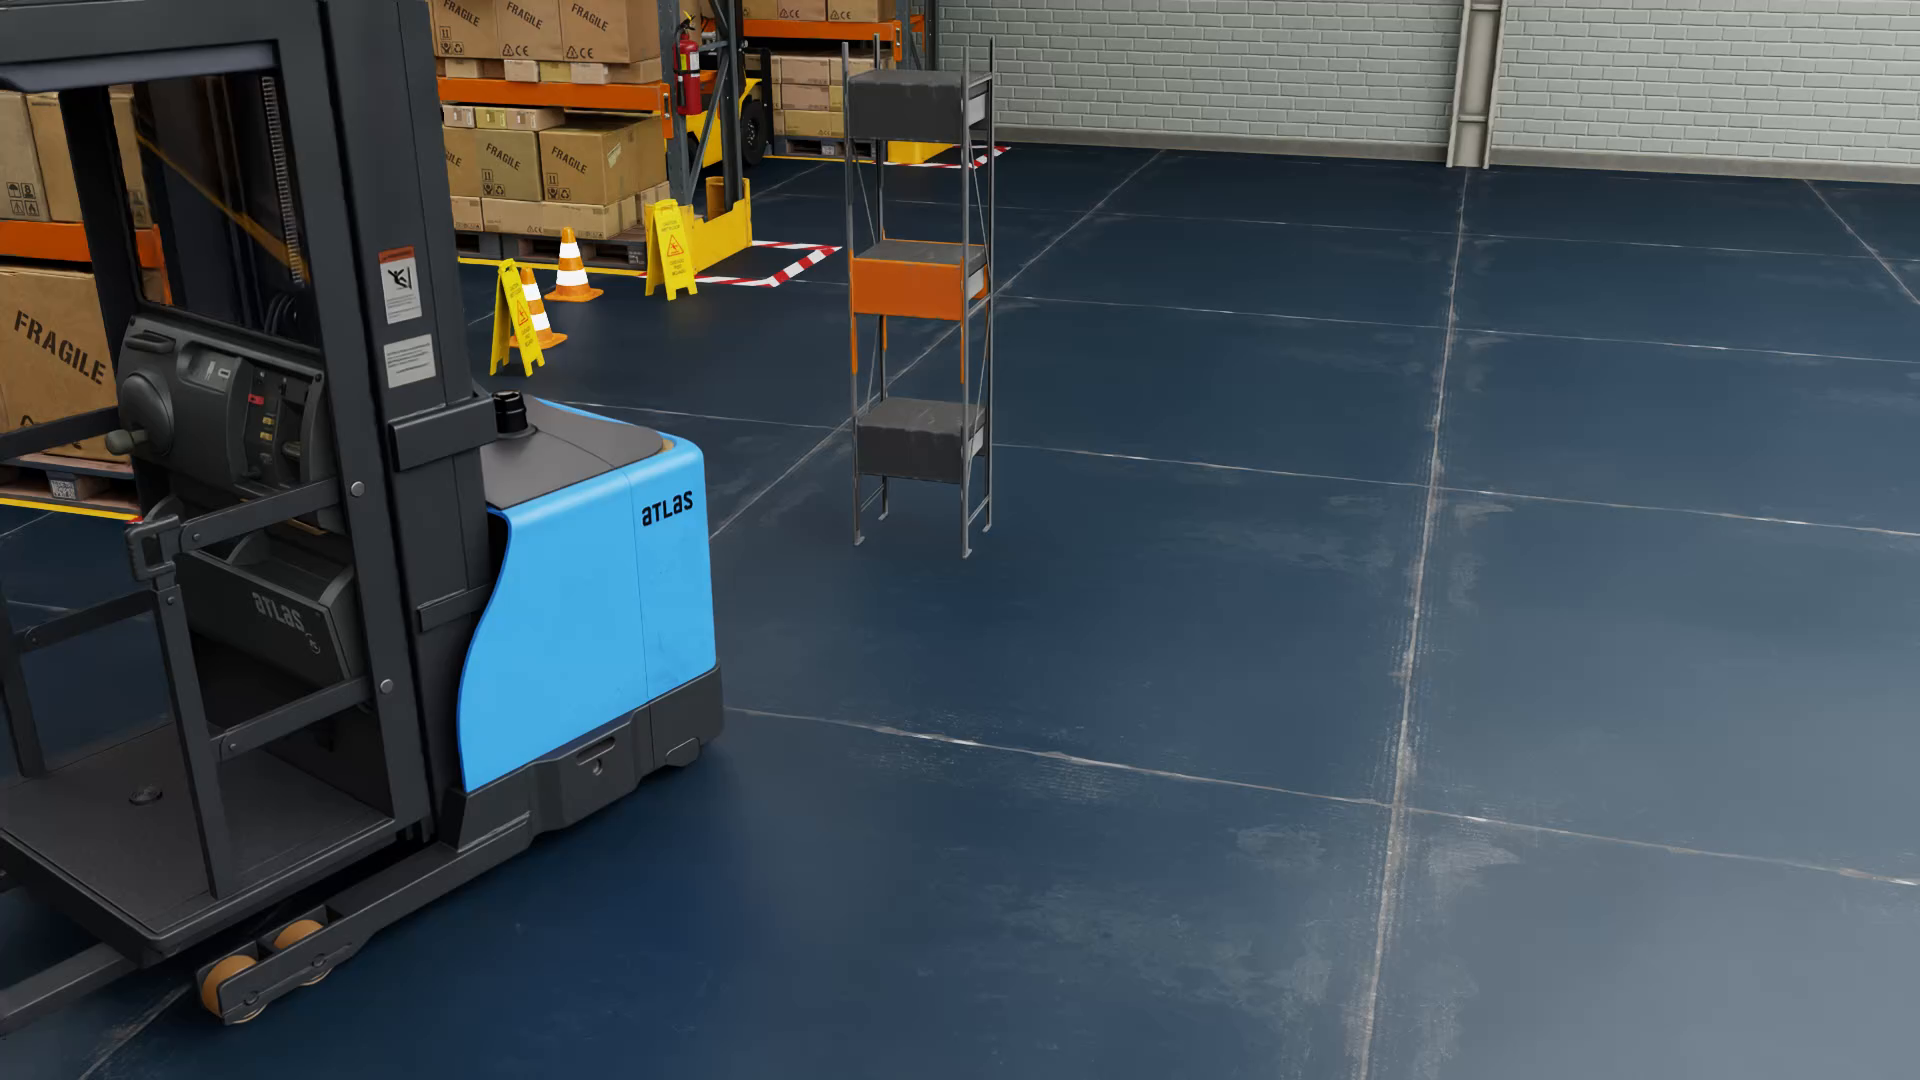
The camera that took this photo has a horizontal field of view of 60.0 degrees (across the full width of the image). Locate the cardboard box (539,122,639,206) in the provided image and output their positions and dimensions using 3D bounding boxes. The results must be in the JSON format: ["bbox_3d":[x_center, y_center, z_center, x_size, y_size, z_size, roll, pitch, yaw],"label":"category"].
[{"bbox_3d":[-2.687,-2.736,12.069,0.500,0.500,0.500,7,23,16],"label":"cardboard box"}]

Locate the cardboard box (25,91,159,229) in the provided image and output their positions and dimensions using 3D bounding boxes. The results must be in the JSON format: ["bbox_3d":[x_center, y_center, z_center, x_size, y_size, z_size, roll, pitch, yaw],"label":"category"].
[{"bbox_3d":[-3.546,-1.758,7.406,0.550,0.550,0.875,7,23,16],"label":"cardboard box"}]

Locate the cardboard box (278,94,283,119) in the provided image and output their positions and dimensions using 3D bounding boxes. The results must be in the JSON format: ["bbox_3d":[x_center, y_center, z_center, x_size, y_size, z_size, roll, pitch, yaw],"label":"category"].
[{"bbox_3d":[-5.085,-3.283,12.549,0.250,0.149,0.380,7,23,16],"label":"cardboard box"}]

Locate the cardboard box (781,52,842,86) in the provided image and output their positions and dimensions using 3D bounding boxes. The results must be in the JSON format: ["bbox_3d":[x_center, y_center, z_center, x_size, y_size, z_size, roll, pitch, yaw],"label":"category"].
[{"bbox_3d":[-1.436,-4.654,16.414,0.500,0.250,0.500,7,23,16],"label":"cardboard box"}]

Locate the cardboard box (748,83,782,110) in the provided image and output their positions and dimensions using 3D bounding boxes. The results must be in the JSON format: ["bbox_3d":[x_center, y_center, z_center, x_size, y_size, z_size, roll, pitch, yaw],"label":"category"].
[{"bbox_3d":[-1.948,-4.479,16.647,0.500,0.250,0.500,6,23,14],"label":"cardboard box"}]

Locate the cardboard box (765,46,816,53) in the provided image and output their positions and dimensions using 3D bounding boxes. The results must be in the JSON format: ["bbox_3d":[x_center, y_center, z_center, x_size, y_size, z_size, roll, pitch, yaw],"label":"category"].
[{"bbox_3d":[-1.775,-4.896,17.006,0.500,0.250,0.500,6,23,15],"label":"cardboard box"}]

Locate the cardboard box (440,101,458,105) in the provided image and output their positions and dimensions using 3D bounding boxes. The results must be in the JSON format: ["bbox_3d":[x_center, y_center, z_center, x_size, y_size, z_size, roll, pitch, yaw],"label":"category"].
[{"bbox_3d":[-5.487,-4.953,17.968,0.625,0.625,0.875,6,23,15],"label":"cardboard box"}]

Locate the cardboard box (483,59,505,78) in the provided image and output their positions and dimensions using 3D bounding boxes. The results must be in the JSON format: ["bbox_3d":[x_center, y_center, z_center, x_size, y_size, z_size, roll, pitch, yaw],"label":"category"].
[{"bbox_3d":[-3.238,-3.441,12.037,0.250,0.149,0.380,7,23,16],"label":"cardboard box"}]

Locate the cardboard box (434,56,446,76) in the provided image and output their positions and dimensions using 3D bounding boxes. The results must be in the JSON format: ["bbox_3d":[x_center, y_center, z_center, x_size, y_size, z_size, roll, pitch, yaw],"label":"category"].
[{"bbox_3d":[-3.722,-3.496,12.170,0.250,0.149,0.380,7,23,16],"label":"cardboard box"}]

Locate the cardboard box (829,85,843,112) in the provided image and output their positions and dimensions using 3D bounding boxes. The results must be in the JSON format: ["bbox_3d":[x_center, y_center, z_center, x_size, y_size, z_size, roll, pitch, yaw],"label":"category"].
[{"bbox_3d":[-0.971,-4.371,16.385,0.500,0.250,0.500,6,23,15],"label":"cardboard box"}]

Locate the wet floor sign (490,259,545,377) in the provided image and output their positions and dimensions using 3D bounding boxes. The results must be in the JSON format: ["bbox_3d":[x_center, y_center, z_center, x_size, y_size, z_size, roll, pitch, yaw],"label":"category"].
[{"bbox_3d":[-2.578,-1.291,9.568,0.232,0.644,0.267,3,22,6],"label":"wet floor sign"}]

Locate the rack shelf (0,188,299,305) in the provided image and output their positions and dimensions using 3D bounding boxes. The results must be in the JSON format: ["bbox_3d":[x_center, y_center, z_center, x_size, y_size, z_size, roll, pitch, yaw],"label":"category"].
[{"bbox_3d":[-5.092,-1.551,8.046,4.000,0.370,1.077,7,23,16],"label":"rack shelf"}]

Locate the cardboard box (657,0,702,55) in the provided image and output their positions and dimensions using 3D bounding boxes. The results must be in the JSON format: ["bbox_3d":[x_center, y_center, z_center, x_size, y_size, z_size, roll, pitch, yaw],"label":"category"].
[{"bbox_3d":[-2.218,-3.810,12.083,0.500,0.500,0.500,6,23,15],"label":"cardboard box"}]

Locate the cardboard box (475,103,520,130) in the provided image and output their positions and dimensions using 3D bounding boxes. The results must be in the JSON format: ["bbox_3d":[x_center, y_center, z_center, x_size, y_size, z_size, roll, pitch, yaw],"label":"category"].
[{"bbox_3d":[-3.298,-3.081,12.055,0.250,0.149,0.380,7,23,16],"label":"cardboard box"}]

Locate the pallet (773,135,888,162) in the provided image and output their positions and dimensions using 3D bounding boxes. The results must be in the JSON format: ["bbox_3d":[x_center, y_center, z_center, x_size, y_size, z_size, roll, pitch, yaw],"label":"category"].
[{"bbox_3d":[-1.159,-4.056,16.881,1.213,0.211,1.003,7,23,16],"label":"pallet"}]

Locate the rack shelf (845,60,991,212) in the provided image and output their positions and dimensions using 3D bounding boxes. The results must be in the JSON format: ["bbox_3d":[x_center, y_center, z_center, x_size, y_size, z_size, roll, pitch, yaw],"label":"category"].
[{"bbox_3d":[-0.158,-1.625,6.655,0.480,0.518,0.431,7,23,16],"label":"rack shelf"}]

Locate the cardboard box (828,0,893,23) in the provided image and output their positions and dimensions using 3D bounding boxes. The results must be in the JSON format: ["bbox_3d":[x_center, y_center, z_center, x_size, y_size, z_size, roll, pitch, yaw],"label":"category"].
[{"bbox_3d":[-0.961,-5.283,16.064,0.500,0.500,0.500,6,23,14],"label":"cardboard box"}]

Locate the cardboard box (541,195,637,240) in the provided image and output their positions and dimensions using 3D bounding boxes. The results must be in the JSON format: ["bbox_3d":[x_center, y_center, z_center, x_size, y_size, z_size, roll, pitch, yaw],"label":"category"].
[{"bbox_3d":[-2.719,-2.390,12.213,0.500,0.250,0.500,6,23,15],"label":"cardboard box"}]

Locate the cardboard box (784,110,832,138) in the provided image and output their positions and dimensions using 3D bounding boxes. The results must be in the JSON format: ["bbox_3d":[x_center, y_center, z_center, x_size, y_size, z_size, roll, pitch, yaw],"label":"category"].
[{"bbox_3d":[-1.429,-4.195,16.613,0.500,0.250,0.500,7,23,15],"label":"cardboard box"}]

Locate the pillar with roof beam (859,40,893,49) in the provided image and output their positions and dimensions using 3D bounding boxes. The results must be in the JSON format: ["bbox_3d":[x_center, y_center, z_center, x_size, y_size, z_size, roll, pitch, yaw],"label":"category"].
[{"bbox_3d":[-2.064,-6.893,12.217,0.400,9.000,9.100,7,23,16],"label":"pillar with roof beam"}]

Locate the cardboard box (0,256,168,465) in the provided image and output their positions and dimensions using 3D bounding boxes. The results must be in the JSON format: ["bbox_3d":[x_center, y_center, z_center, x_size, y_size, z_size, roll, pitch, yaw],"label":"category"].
[{"bbox_3d":[-3.846,-0.926,7.821,0.875,0.875,0.875,7,23,16],"label":"cardboard box"}]

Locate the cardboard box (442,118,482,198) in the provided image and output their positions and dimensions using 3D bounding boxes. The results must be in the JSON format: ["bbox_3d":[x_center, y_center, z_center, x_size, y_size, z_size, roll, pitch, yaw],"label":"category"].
[{"bbox_3d":[-3.669,-2.850,12.347,0.500,0.500,0.500,6,23,14],"label":"cardboard box"}]

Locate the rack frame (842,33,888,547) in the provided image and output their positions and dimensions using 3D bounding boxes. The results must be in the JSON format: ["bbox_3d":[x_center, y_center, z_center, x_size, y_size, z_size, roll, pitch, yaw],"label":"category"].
[{"bbox_3d":[-0.392,-1.016,6.981,0.015,2.100,0.400,7,23,16],"label":"rack frame"}]

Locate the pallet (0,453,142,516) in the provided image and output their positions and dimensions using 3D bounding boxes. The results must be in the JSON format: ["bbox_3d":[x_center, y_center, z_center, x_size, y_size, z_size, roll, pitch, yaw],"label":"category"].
[{"bbox_3d":[-3.966,-0.433,8.049,1.213,0.211,1.003,7,23,15],"label":"pallet"}]

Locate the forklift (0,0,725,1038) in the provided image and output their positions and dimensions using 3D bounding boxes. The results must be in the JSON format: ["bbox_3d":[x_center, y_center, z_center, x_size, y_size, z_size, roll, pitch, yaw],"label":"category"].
[{"bbox_3d":[-2.075,-0.331,4.216,1.130,2.935,3.031,16,27,34],"label":"forklift"}]

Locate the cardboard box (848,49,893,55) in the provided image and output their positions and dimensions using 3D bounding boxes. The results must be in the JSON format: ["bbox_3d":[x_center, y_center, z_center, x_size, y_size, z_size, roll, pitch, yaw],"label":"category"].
[{"bbox_3d":[-0.820,-4.784,16.733,0.500,0.250,0.500,6,23,15],"label":"cardboard box"}]

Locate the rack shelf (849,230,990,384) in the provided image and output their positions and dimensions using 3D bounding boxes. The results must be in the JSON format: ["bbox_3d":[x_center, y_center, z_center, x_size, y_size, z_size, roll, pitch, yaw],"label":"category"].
[{"bbox_3d":[-0.158,-0.977,6.921,0.480,0.518,0.431,7,23,16],"label":"rack shelf"}]

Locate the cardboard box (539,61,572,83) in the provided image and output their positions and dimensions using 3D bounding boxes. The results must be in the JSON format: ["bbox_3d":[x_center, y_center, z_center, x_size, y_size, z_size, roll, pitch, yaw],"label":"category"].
[{"bbox_3d":[-2.778,-3.344,11.802,0.250,0.149,0.380,6,23,15],"label":"cardboard box"}]

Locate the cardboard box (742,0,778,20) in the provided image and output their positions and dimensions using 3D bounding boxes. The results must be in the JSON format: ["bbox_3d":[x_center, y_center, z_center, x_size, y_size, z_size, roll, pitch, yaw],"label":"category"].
[{"bbox_3d":[-1.946,-5.399,16.348,0.500,0.500,0.500,6,23,14],"label":"cardboard box"}]

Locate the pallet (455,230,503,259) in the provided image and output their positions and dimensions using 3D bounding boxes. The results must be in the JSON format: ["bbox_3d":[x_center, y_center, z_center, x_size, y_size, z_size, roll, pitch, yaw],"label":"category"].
[{"bbox_3d":[-3.849,-2.428,12.912,1.213,0.211,1.003,7,23,16],"label":"pallet"}]

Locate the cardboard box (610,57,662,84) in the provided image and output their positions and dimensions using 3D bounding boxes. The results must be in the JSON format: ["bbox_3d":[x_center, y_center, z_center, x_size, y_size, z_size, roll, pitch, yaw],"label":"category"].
[{"bbox_3d":[-2.264,-3.321,11.745,0.250,0.149,0.380,7,23,17],"label":"cardboard box"}]

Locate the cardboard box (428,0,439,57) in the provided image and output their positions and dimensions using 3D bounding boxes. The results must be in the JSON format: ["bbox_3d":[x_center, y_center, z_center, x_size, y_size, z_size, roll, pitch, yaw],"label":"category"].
[{"bbox_3d":[-3.880,-3.792,12.039,0.500,0.500,0.500,7,23,16],"label":"cardboard box"}]

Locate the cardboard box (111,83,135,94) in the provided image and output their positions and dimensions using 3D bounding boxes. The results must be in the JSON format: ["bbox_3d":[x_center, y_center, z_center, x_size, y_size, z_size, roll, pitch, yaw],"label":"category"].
[{"bbox_3d":[-3.522,-2.288,7.275,0.550,0.550,0.875,7,23,16],"label":"cardboard box"}]

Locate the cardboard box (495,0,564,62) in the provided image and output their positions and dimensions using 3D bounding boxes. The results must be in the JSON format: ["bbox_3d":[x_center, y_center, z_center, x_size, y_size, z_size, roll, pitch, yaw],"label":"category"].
[{"bbox_3d":[-2.922,-3.674,11.750,0.500,0.500,0.500,7,23,16],"label":"cardboard box"}]

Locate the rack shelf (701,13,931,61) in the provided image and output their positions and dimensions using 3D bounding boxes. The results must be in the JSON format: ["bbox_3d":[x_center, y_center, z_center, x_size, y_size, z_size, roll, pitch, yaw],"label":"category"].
[{"bbox_3d":[-2.329,-5.164,16.855,4.000,0.370,1.077,7,23,16],"label":"rack shelf"}]

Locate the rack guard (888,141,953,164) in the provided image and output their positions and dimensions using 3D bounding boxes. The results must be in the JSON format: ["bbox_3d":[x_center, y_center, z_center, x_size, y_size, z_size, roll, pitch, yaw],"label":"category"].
[{"bbox_3d":[-0.391,-4.119,16.652,0.348,0.500,1.175,7,23,16],"label":"rack guard"}]

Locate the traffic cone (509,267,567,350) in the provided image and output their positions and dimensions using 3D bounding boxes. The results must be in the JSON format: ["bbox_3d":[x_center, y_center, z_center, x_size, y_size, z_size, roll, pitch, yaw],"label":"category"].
[{"bbox_3d":[-2.624,-1.438,10.166,0.334,0.463,0.336,7,23,16],"label":"traffic cone"}]

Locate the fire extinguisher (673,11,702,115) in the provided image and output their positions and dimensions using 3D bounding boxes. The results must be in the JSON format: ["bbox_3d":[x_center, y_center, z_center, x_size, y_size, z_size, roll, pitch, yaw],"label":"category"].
[{"bbox_3d":[-1.868,-3.258,11.362,0.183,0.674,0.296,7,23,16],"label":"fire extinguisher"}]

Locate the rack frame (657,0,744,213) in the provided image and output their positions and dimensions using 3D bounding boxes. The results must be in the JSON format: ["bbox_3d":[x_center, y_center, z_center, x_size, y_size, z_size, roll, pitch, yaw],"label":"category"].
[{"bbox_3d":[-1.845,-3.474,11.786,0.127,3.000,1.000,7,23,16],"label":"rack frame"}]

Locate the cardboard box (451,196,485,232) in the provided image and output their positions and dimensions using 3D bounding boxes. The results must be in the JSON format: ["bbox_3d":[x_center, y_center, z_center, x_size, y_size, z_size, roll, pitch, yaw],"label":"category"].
[{"bbox_3d":[-3.692,-2.502,12.487,0.500,0.250,0.500,6,23,14],"label":"cardboard box"}]

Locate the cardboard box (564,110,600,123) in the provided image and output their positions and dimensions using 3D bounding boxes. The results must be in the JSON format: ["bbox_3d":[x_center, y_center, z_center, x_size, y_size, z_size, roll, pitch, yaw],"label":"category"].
[{"bbox_3d":[-3.062,-2.990,12.689,0.500,0.500,0.500,6,23,14],"label":"cardboard box"}]

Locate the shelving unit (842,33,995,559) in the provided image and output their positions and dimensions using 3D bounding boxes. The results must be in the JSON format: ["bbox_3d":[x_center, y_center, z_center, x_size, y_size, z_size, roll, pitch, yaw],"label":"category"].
[{"bbox_3d":[-0.158,-0.990,6.916,0.503,2.100,0.431,7,23,16],"label":"shelving unit"}]

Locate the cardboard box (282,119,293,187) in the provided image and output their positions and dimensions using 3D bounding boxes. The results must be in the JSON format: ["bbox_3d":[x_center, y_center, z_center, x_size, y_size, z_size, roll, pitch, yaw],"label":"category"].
[{"bbox_3d":[-5.187,-3.019,12.758,0.500,0.500,0.500,8,24,18],"label":"cardboard box"}]
